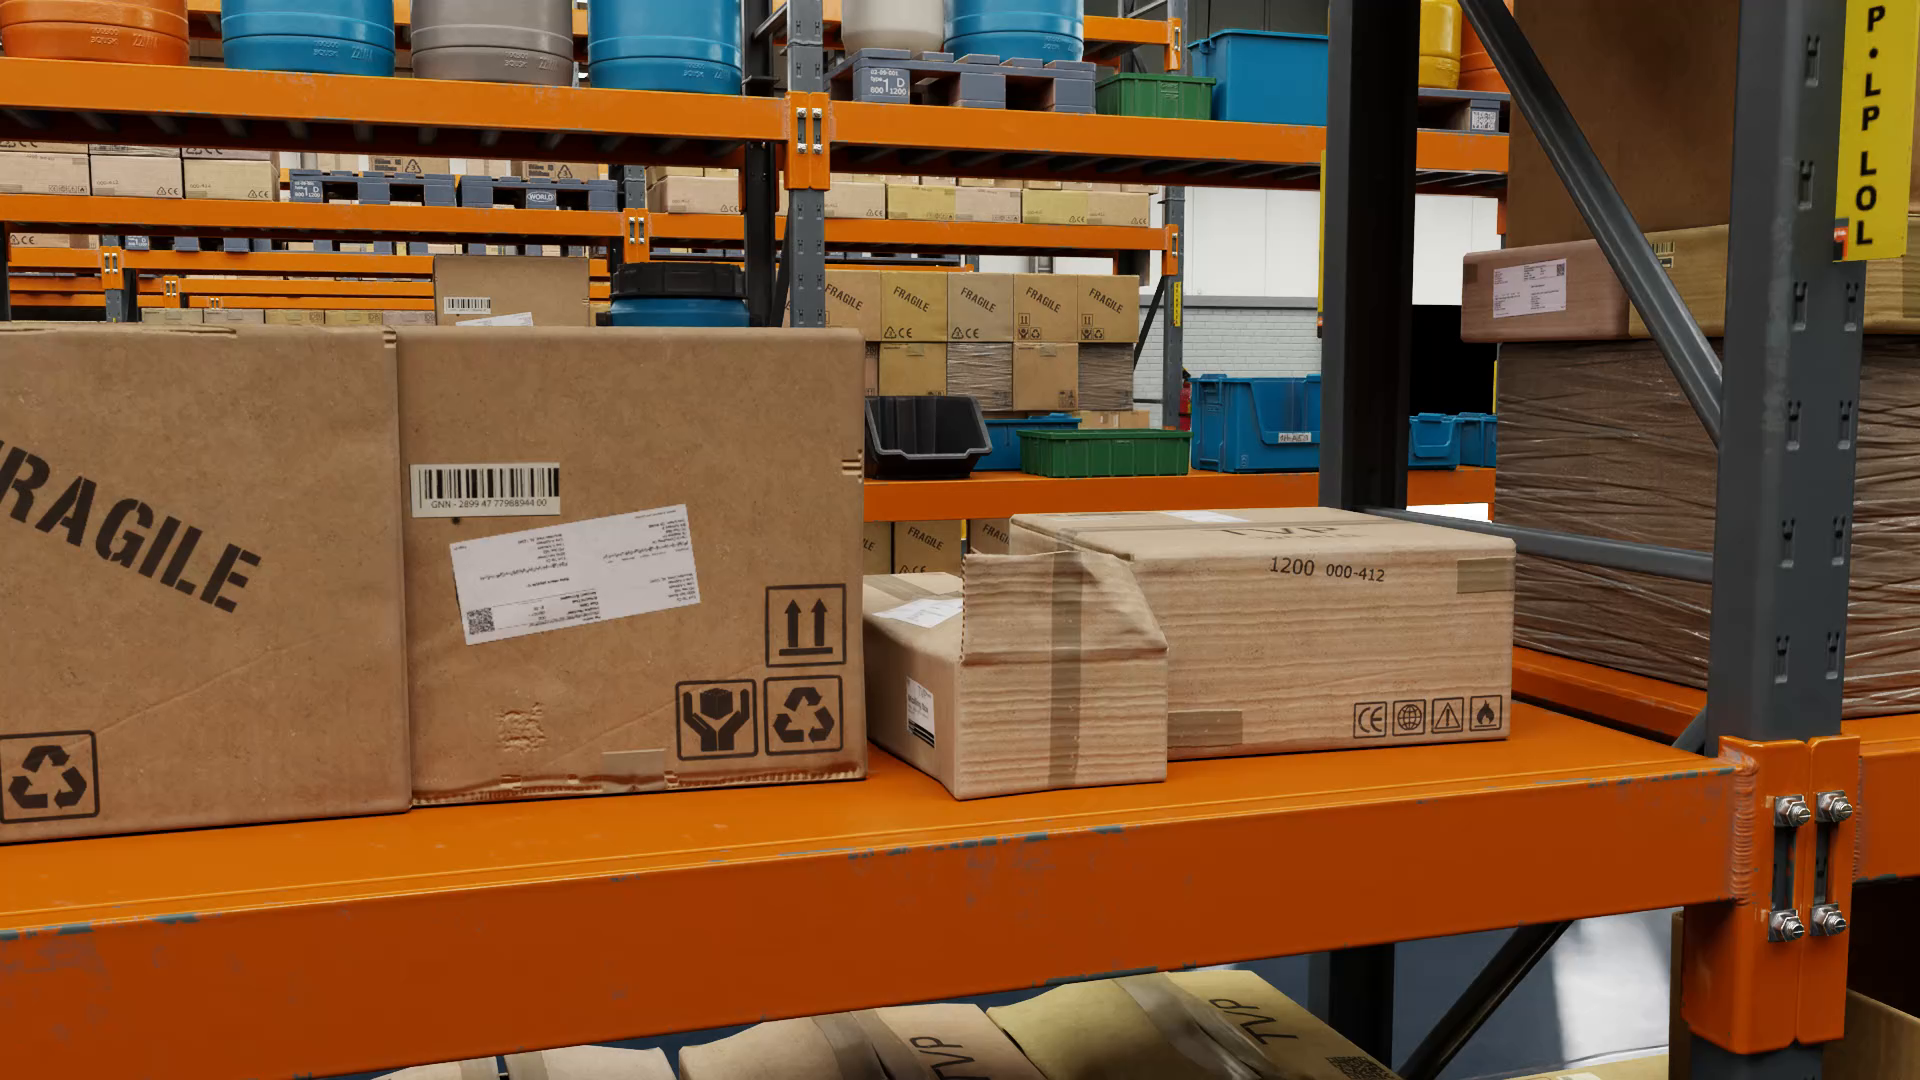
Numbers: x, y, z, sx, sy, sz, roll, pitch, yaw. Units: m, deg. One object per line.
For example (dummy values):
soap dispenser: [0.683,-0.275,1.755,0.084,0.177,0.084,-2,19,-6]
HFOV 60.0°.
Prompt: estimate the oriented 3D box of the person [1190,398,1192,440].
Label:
person: [1.797,-0.278,11.594,0.984,1.638,0.481,-4,7,-33]
